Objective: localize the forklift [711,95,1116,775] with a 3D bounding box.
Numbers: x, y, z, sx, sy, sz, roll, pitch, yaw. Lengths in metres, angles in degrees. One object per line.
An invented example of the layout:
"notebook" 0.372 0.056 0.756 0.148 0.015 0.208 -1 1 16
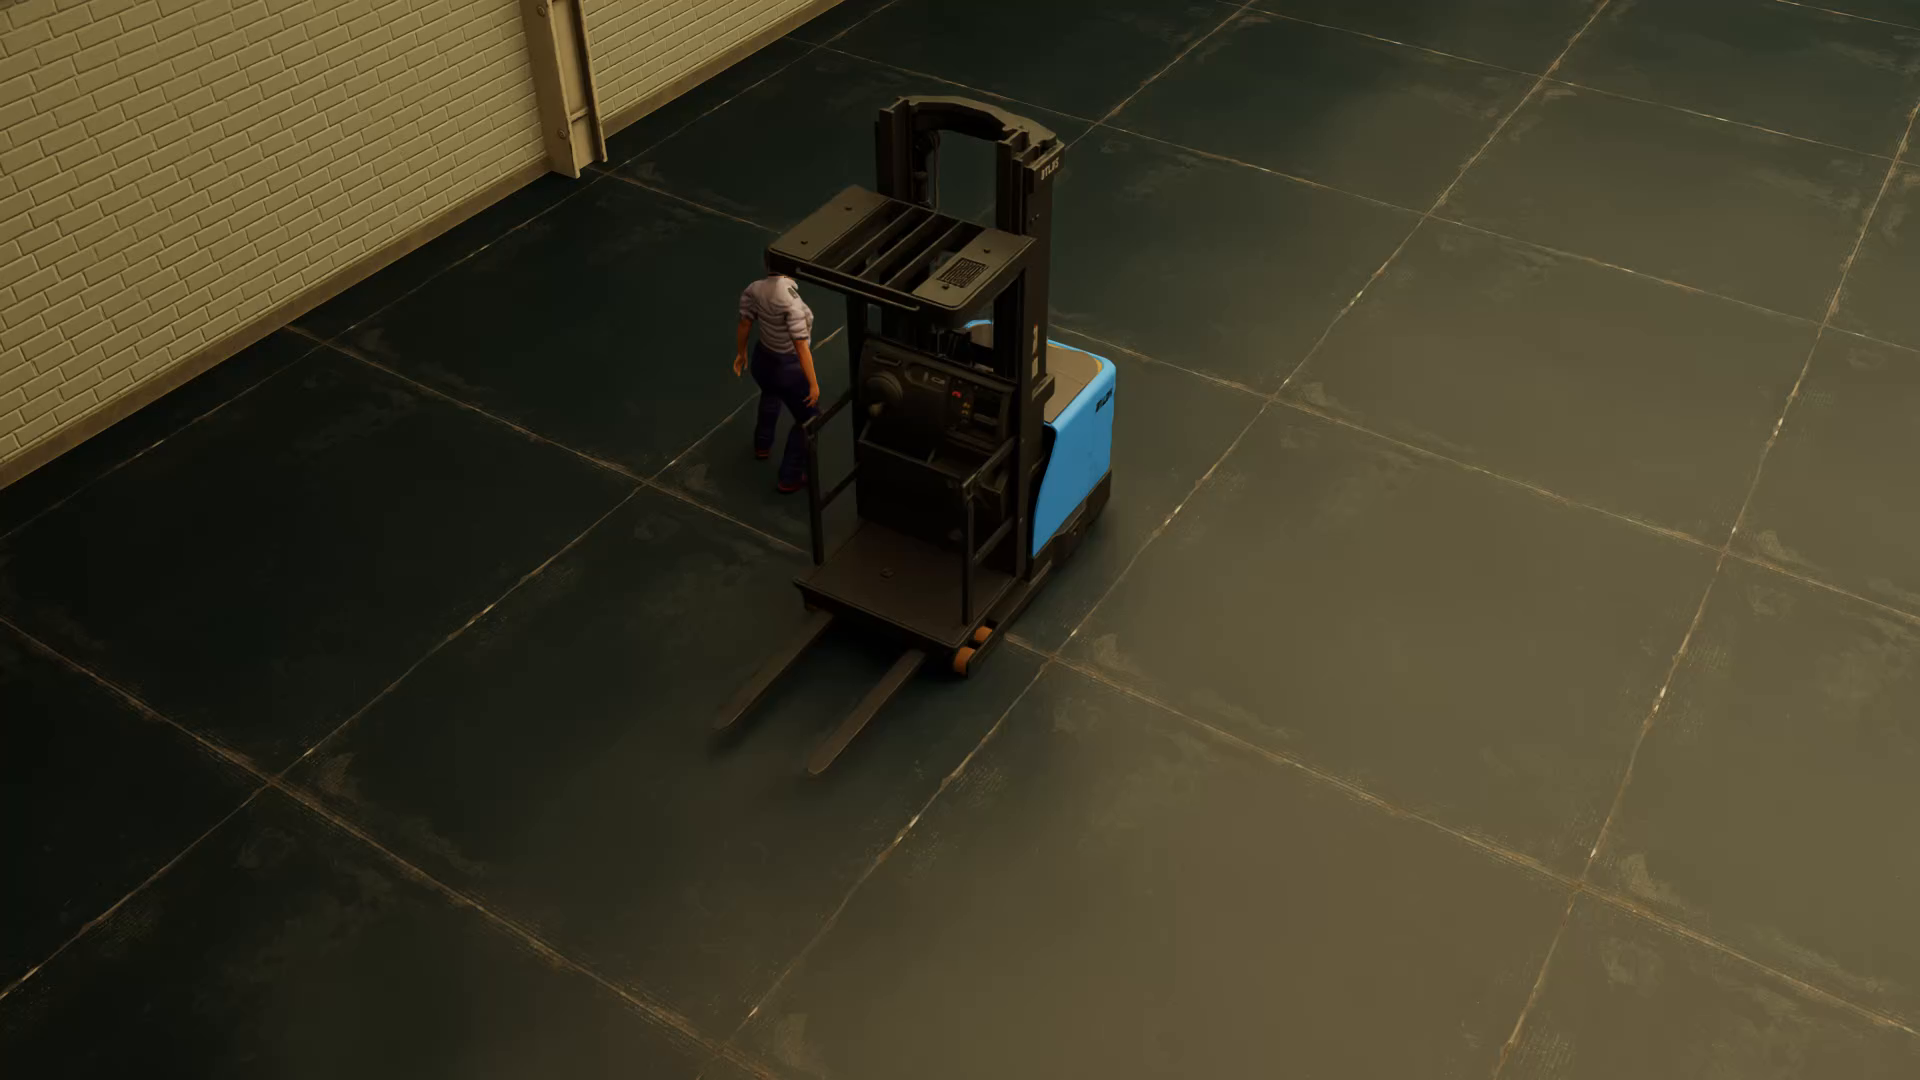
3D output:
"forklift" -0.248 -0.700 8.793 1.130 2.935 3.031 21 45 23

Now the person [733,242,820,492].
"person" -1.122 -1.071 10.276 0.820 1.626 0.402 32 50 32
